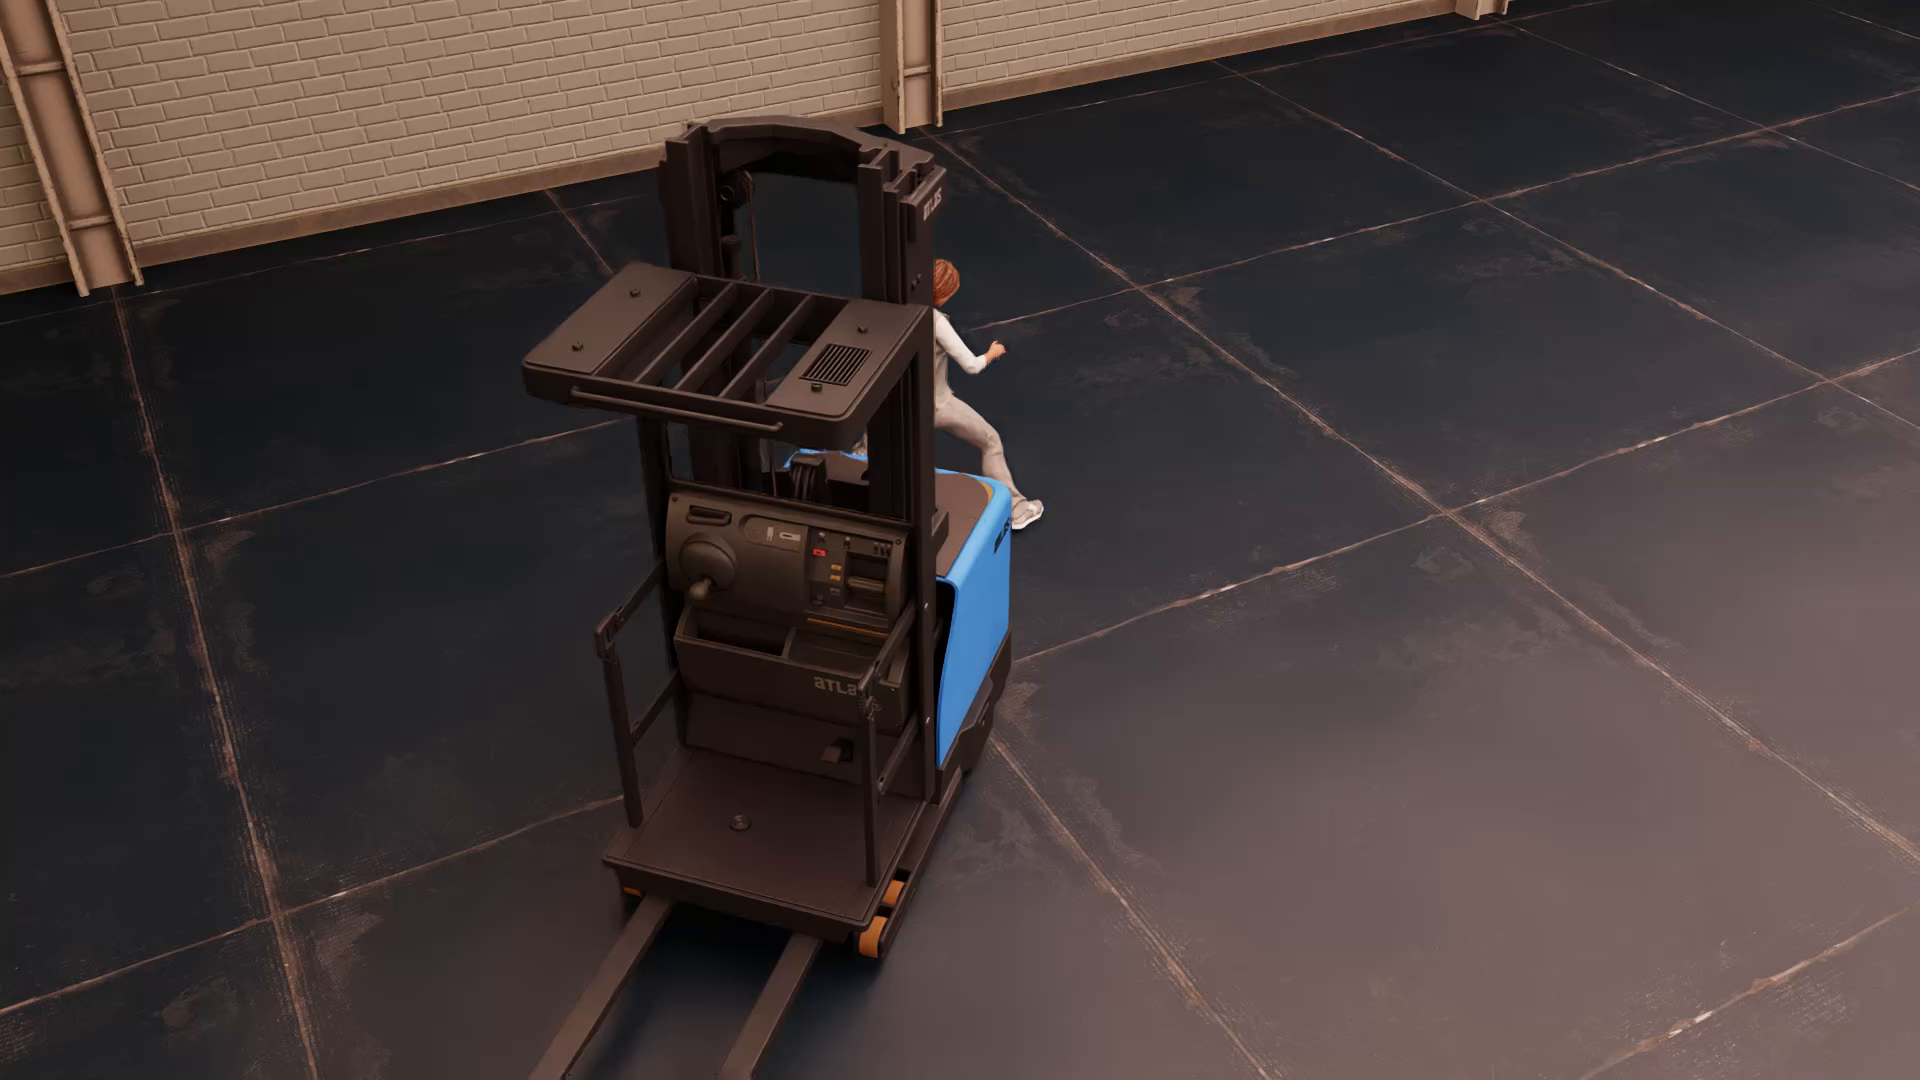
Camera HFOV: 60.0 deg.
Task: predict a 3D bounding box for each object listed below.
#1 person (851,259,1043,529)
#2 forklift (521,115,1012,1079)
[{"bbox_3d":[-0.090,-0.843,8.662,0.630,1.377,1.141,-22,41,-28],"label":"person"},{"bbox_3d":[-0.709,0.144,5.919,1.130,2.935,3.031,11,37,15],"label":"forklift"}]
